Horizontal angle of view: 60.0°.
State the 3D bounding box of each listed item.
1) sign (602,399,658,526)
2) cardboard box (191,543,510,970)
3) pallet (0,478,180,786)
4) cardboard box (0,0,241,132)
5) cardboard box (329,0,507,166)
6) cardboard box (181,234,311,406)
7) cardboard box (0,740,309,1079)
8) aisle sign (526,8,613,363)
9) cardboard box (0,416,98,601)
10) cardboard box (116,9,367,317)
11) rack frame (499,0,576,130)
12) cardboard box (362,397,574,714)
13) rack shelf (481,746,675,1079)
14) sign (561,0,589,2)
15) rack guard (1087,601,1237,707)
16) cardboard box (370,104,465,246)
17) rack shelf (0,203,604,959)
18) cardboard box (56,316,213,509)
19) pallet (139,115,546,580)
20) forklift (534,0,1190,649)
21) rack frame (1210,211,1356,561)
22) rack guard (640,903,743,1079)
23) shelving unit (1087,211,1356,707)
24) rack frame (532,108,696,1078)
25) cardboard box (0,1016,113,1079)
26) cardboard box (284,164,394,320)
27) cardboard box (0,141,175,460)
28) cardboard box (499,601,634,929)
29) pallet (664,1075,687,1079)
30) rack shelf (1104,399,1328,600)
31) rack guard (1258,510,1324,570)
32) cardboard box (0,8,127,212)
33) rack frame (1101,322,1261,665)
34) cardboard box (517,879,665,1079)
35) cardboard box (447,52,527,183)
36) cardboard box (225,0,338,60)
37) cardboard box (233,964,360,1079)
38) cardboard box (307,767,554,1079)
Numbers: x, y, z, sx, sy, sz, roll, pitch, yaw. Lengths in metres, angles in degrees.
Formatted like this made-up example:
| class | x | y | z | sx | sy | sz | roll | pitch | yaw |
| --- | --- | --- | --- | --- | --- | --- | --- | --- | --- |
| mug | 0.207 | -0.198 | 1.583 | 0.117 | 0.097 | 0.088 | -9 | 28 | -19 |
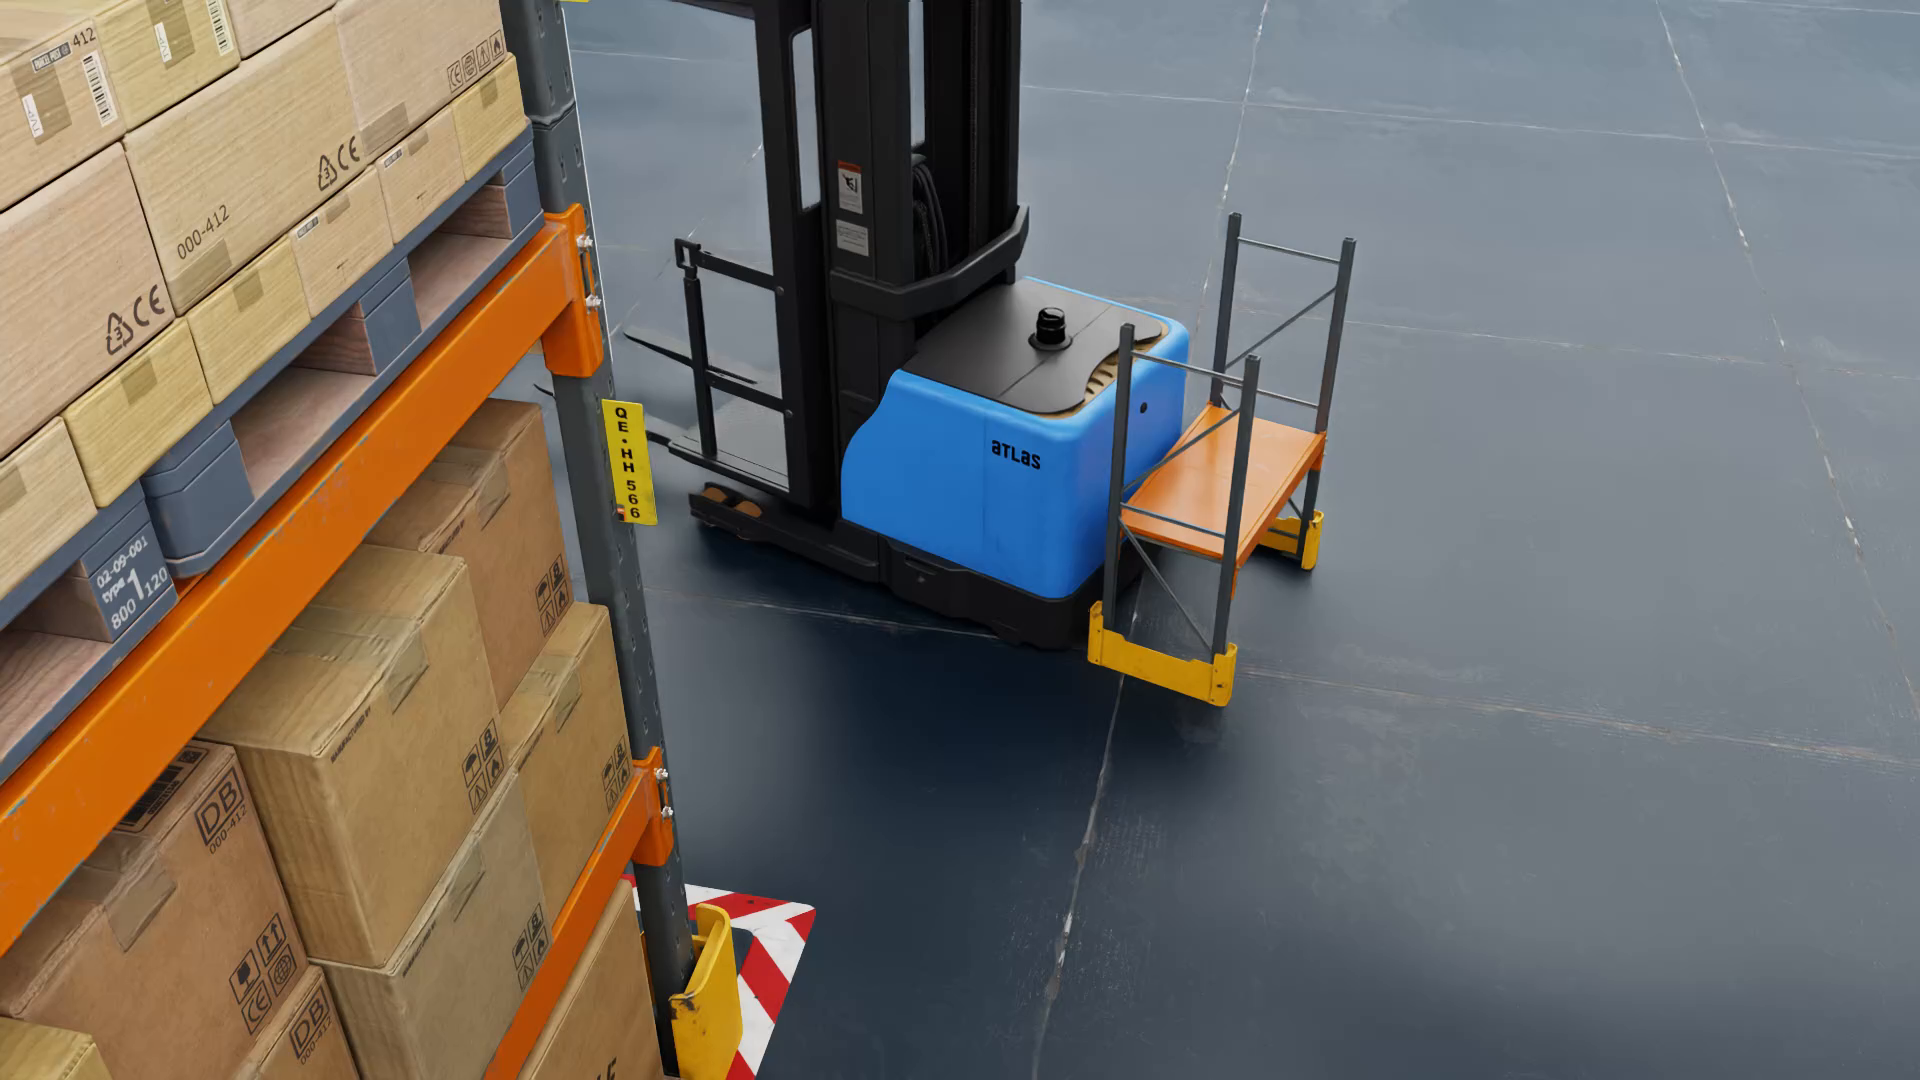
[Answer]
| class | x | y | z | sx | sy | sz | roll | pitch | yaw |
| --- | --- | --- | --- | --- | --- | --- | --- | --- | --- |
| sign | -0.745 | -0.171 | 3.742 | 0.100 | 0.325 | 0.005 | 7 | 37 | 10 |
| cardboard box | -1.417 | 0.354 | 3.157 | 0.875 | 0.550 | 0.550 | 7 | 37 | 10 |
| pallet | -1.679 | 0.267 | 1.845 | 1.003 | 0.211 | 1.213 | 7 | 37 | 10 |
| cardboard box | -1.176 | -0.655 | 2.133 | 0.380 | 0.149 | 0.250 | 8 | 37 | 11 |
| cardboard box | -1.104 | -0.852 | 2.744 | 0.500 | 0.250 | 0.500 | 8 | 37 | 11 |
| cardboard box | -1.176 | -0.336 | 2.373 | 0.380 | 0.149 | 0.250 | 8 | 37 | 10 |
| cardboard box | -1.669 | 0.658 | 2.738 | 0.875 | 0.550 | 0.550 | 7 | 37 | 10 |
| aisle sign | -0.964 | -0.738 | 3.497 | 0.394 | 0.787 | 0.004 | 7 | 37 | 10 |
| cardboard box | -1.284 | -0.044 | 1.970 | 0.380 | 0.149 | 0.250 | 8 | 37 | 10 |
| cardboard box | -1.211 | -0.565 | 2.349 | 0.500 | 0.250 | 0.500 | 7 | 37 | 10 |
| rack frame | -1.272 | -2.112 | 2.495 | 1.000 | 3.000 | 0.127 | 7 | 37 | 10 |
| cardboard box | -1.389 | 0.027 | 3.608 | 0.875 | 0.550 | 0.550 | 7 | 37 | 10 |
| rack shelf | -1.699 | 1.755 | 2.885 | 1.077 | 0.370 | 4.000 | 7 | 37 | 10 |
| sign | -0.745 | -1.148 | 3.034 | 0.100 | 0.325 | 0.005 | 7 | 37 | 10 |
| rack guard | 0.775 | 0.438 | 6.432 | 0.587 | 0.250 | 0.087 | 18 | 40 | 23 |
| cardboard box | -1.067 | -0.628 | 2.776 | 0.380 | 0.149 | 0.250 | 8 | 37 | 10 |
| rack shelf | -1.699 | 0.541 | 2.005 | 1.077 | 0.370 | 4.000 | 7 | 37 | 10 |
| cardboard box | -1.230 | -0.189 | 2.170 | 0.380 | 0.149 | 0.250 | 7 | 36 | 9 |
| pallet | -1.421 | -0.435 | 2.813 | 1.003 | 0.211 | 1.213 | 7 | 37 | 10 |
| forklift | -0.581 | -1.422 | 6.715 | 3.031 | 2.935 | 1.130 | 21 | 41 | 27 |
| rack frame | 1.265 | -0.590 | 6.785 | 0.500 | 1.500 | 0.032 | 18 | 40 | 23 |
| rack guard | -1.267 | 1.316 | 5.008 | 1.175 | 0.500 | 0.348 | 7 | 37 | 10 |
| shelving unit | 1.016 | -0.324 | 6.418 | 0.587 | 1.500 | 1.083 | 18 | 40 | 23 |
| rack frame | -1.272 | 0.318 | 4.256 | 1.000 | 3.000 | 0.127 | 7 | 37 | 10 |
| cardboard box | -1.655 | 0.978 | 2.296 | 0.875 | 0.550 | 0.500 | 7 | 37 | 10 |
| cardboard box | -1.121 | -0.481 | 2.573 | 0.380 | 0.149 | 0.250 | 8 | 37 | 11 |
| cardboard box | -1.320 | -0.277 | 1.952 | 0.500 | 0.250 | 0.500 | 7 | 37 | 10 |
| cardboard box | -1.307 | 0.475 | 3.911 | 0.875 | 0.550 | 0.550 | 7 | 37 | 10 |
| pallet | -1.367 | 1.915 | 4.428 | 1.003 | 0.211 | 1.213 | 7 | 37 | 10 |
| rack shelf | 1.020 | -0.183 | 6.530 | 0.538 | 0.185 | 1.000 | 18 | 40 | 23 |
| rack guard | 1.255 | -0.074 | 7.138 | 0.587 | 0.250 | 0.087 | 18 | 40 | 23 |
| cardboard box | -1.231 | -0.512 | 1.935 | 0.380 | 0.149 | 0.250 | 7 | 37 | 10 |
| rack frame | 0.775 | -0.067 | 6.064 | 0.500 | 1.500 | 0.032 | 18 | 40 | 23 |
| cardboard box | -1.353 | 1.405 | 4.208 | 0.875 | 0.875 | 0.875 | 8 | 37 | 10 |
| cardboard box | -1.012 | -0.773 | 2.975 | 0.380 | 0.149 | 0.250 | 7 | 37 | 10 |
| cardboard box | -1.122 | -0.803 | 2.338 | 0.380 | 0.149 | 0.250 | 8 | 37 | 11 |
| cardboard box | -1.646 | 1.099 | 3.050 | 0.875 | 0.550 | 0.550 | 7 | 37 | 10 |
| cardboard box | -1.403 | 0.793 | 3.472 | 0.875 | 0.550 | 0.550 | 7 | 37 | 10 |
